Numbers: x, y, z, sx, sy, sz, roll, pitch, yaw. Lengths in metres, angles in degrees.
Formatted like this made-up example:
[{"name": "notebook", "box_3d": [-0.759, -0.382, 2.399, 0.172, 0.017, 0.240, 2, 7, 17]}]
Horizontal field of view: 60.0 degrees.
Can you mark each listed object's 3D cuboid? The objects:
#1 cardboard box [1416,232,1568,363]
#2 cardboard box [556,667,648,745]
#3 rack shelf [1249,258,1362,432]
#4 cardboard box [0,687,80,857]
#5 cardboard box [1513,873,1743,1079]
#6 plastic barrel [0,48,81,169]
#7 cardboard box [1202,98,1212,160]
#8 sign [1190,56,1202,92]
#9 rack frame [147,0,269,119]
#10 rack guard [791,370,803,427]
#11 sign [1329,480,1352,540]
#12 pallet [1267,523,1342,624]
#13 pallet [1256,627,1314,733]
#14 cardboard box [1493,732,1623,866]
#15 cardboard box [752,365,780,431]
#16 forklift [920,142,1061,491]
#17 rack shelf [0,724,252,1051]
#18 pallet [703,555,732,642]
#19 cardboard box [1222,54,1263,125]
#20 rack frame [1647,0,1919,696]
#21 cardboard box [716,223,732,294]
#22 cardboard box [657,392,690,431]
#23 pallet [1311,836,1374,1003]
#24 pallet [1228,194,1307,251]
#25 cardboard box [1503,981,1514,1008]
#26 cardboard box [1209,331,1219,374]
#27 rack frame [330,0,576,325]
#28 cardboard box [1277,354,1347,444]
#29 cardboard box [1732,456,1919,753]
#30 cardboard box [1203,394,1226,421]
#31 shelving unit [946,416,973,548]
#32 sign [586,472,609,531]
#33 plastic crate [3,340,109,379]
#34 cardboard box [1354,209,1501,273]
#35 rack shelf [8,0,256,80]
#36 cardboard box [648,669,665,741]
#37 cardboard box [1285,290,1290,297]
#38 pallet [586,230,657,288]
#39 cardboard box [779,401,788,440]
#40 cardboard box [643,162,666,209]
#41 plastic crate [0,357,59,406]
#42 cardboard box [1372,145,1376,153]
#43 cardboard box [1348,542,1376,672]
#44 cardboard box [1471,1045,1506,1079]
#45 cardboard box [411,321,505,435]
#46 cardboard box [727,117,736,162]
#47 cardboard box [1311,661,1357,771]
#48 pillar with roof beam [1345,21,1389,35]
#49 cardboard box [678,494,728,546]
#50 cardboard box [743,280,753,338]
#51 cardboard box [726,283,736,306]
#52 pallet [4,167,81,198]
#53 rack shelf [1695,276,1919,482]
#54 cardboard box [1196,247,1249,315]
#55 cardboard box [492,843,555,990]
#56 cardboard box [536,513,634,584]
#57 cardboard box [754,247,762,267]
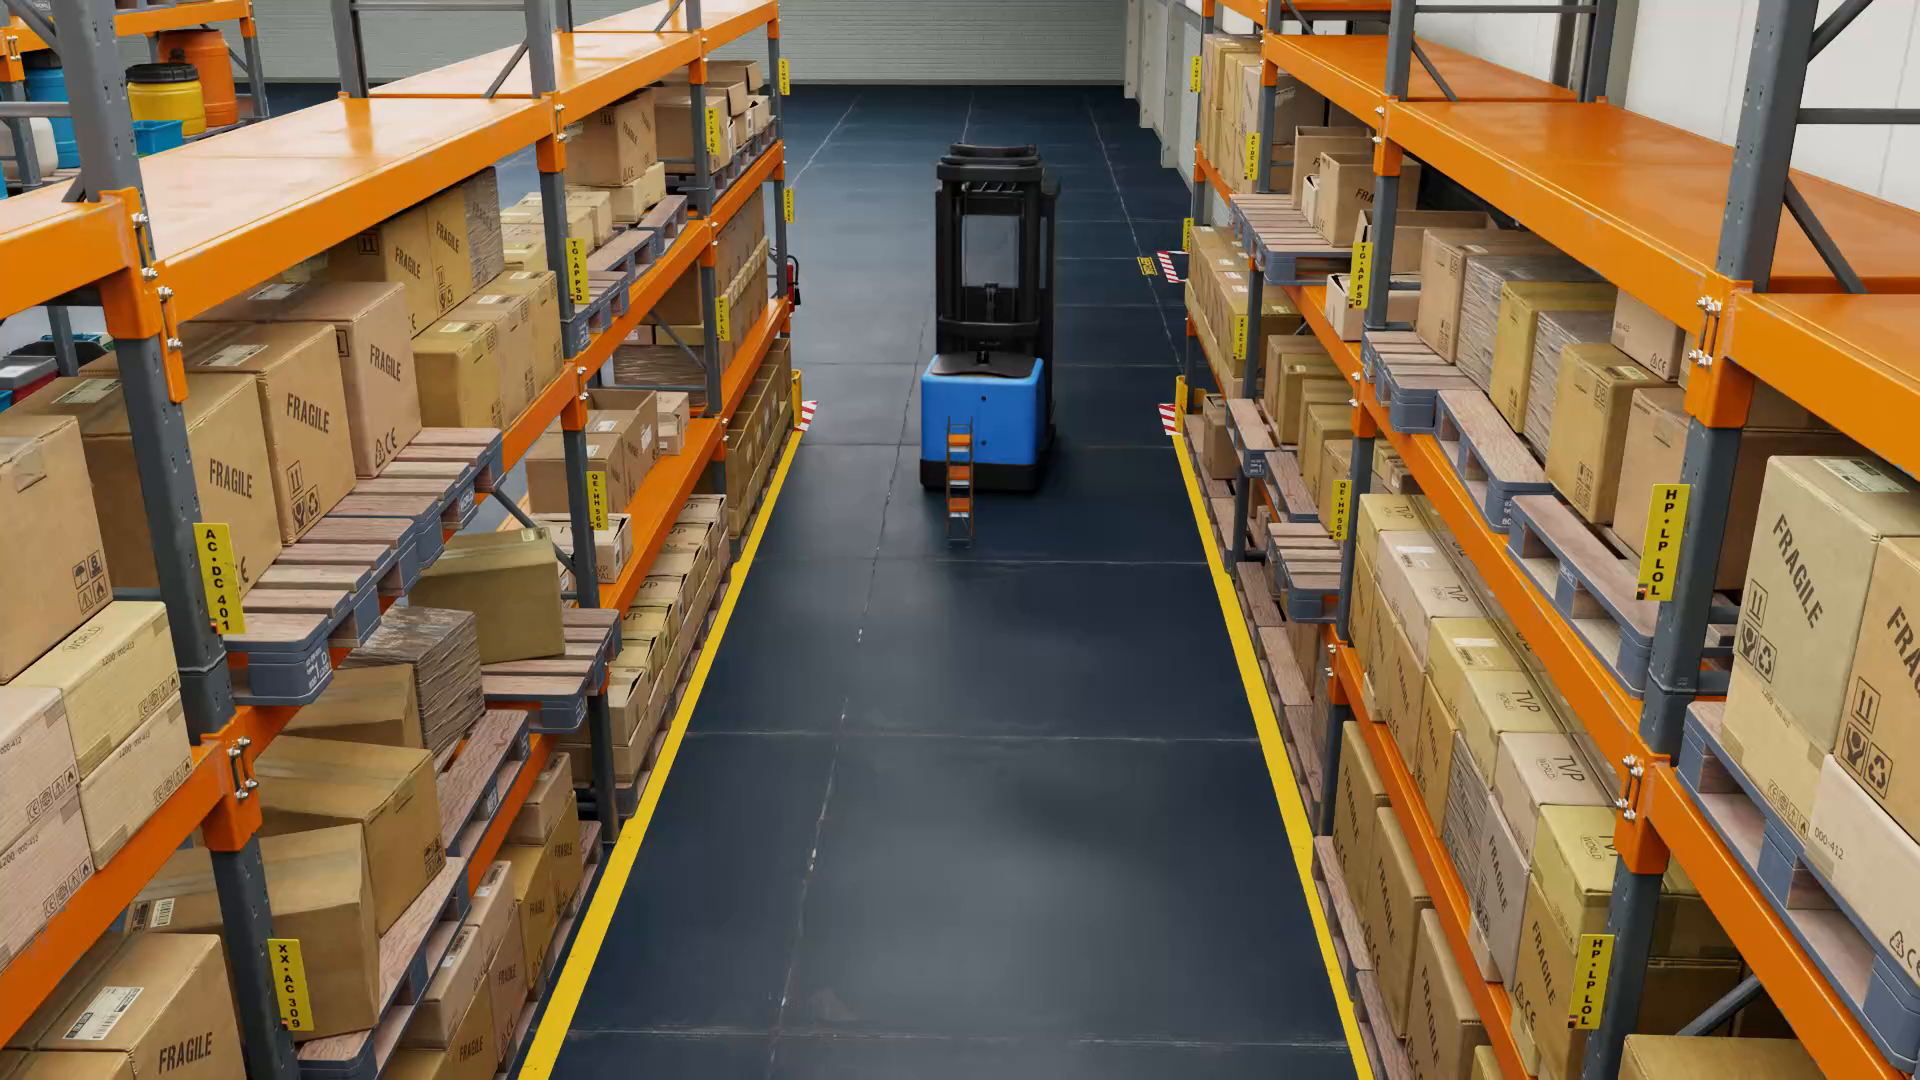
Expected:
[{"name": "cardboard box", "box_3d": [2.551, -1.127, 7.686, 0.700, 0.500, 0.500, -1, 21, -3]}, {"name": "cardboard box", "box_3d": [-2.134, 0.936, 9.708, 0.500, 0.311, 0.500, 1, 21, 3]}, {"name": "rack shelf", "box_3d": [2.569, -1.435, 10.223, 1.077, 0.370, 4.000, 1, 21, 2]}, {"name": "cardboard box", "box_3d": [-2.327, 0.542, 3.649, 0.500, 0.250, 0.500, 1, 21, 2]}, {"name": "cardboard box", "box_3d": [2.149, 1.433, 5.406, 0.500, 0.500, 0.500, 0, 21, 1]}, {"name": "plastic barrel", "box_3d": [-7.135, -3.391, 12.995, 0.600, 0.901, 0.708, 1, 21, 2]}, {"name": "cardboard box", "box_3d": [2.440, -3.684, 14.858, 0.500, 0.500, 0.500, 2, 21, 5]}, {"name": "sign", "box_3d": [2.209, -4.354, 15.541, 0.100, 0.325, 0.005, 1, 21, 2]}, {"name": "rack frame", "box_3d": [-7.151, -5.448, 15.422, 1.000, 3.000, 0.127, 1, 21, 2]}, {"name": "rack guard", "box_3d": [-2.199, -1.438, 16.838, 1.175, 0.500, 0.348, 1, 21, 2]}, {"name": "sign", "box_3d": [1.966, -0.155, 8.583, 0.100, 0.325, 0.005, 1, 21, 2]}, {"name": "pallet", "box_3d": [2.424, 0.181, 9.473, 1.213, 0.211, 1.003, 1, 21, 2]}, {"name": "pallet", "box_3d": [2.574, 0.928, 11.138, 1.003, 0.211, 1.213, 1, 21, 2]}, {"name": "cardboard box", "box_3d": [2.170, 0.896, 5.752, 0.500, 0.250, 0.500, 1, 21, 3]}, {"name": "cardboard box", "box_3d": [-1.934, -1.300, 15.209, 0.500, 0.500, 0.500, 1, 21, 2]}, {"name": "forklift", "box_3d": [0.353, -2.301, 15.701, 1.130, 2.935, 3.031, 3, 21, 7]}, {"name": "rack shelf", "box_3d": [-2.626, 1.404, 2.905, 1.077, 0.370, 4.000, 1, 21, 2]}, {"name": "pallet", "box_3d": [-2.305, 0.418, 12.453, 1.003, 0.211, 1.213, 1, 21, 2]}, {"name": "cardboard box", "box_3d": [2.386, -3.587, 13.226, 0.500, 0.500, 0.500, 0, 21, 0]}, {"name": "rack frame", "box_3d": [2.387, -1.000, 3.959, 1.000, 3.000, 0.127, 1, 21, 2]}, {"name": "cardboard box", "box_3d": [-2.284, -2.324, 13.734, 0.700, 0.500, 0.500, 1, 21, 2]}, {"name": "cardboard box", "box_3d": [-2.293, -0.900, 12.203, 0.500, 0.250, 0.500, 2, 21, 5]}, {"name": "pallet", "box_3d": [2.409, 1.935, 8.544, 1.003, 0.211, 1.213, 1, 21, 2]}, {"name": "pallet", "box_3d": [2.505, -2.184, 11.418, 1.213, 0.211, 1.003, 1, 21, 2]}, {"name": "cardboard box", "box_3d": [2.151, 1.595, 5.885, 0.380, 0.149, 0.250, 1, 21, 3]}, {"name": "cardboard box", "box_3d": [2.365, -1.572, 13.906, 0.500, 0.250, 0.500, 1, 21, 1]}, {"name": "rack frame", "box_3d": [-2.443, -2.499, 7.823, 1.000, 3.000, 0.127, 1, 21, 2]}, {"name": "cardboard box", "box_3d": [2.556, -0.962, 11.408, 0.700, 0.500, 0.500, 3, 21, 7]}, {"name": "cardboard box", "box_3d": [2.085, 0.131, 3.643, 0.500, 0.500, 0.500, 0, 21, 1]}, {"name": "cardboard box", "box_3d": [2.641, -1.244, 15.991, 0.500, 0.311, 0.500, -2, 21, -4]}, {"name": "shelving unit", "box_3d": [-0.002, -0.470, 13.583, 0.215, 1.050, 0.252, 1, 21, 2]}, {"name": "sign", "box_3d": [-1.900, -0.203, 8.707, 0.100, 0.325, 0.005, 1, 21, 2]}, {"name": "plastic crate", "box_3d": [-7.129, -1.363, 13.275, 0.767, 0.338, 0.504, 1, 21, 2]}, {"name": "cardboard box", "box_3d": [2.640, -1.573, 9.412, 0.797, 0.503, 0.637, 4, 21, 9]}, {"name": "rack shelf", "box_3d": [-7.212, -4.203, 13.761, 1.077, 0.370, 4.000, 1, 21, 2]}, {"name": "cardboard box", "box_3d": [-2.119, 1.016, 10.278, 0.500, 0.250, 0.500, 0, 21, 0]}, {"name": "cardboard box", "box_3d": [2.873, -1.739, 13.301, 0.500, 0.500, 0.500, 1, 21, 1]}, {"name": "pallet", "box_3d": [-2.481, -1.664, 10.077, 1.003, 0.211, 1.213, 2, 21, 4]}, {"name": "cardboard box", "box_3d": [-1.924, -1.131, 15.810, 0.500, 0.250, 0.500, 1, 21, 2]}, {"name": "cardboard box", "box_3d": [-2.350, -2.450, 11.471, 0.500, 0.250, 0.500, 3, 21, 7]}, {"name": "plastic crate", "box_3d": [-6.981, -1.056, 12.309, 0.402, 0.464, 0.583, 1, 21, 2]}, {"name": "cardboard box", "box_3d": [2.897, -2.724, 12.384, 0.500, 0.500, 0.500, 1, 21, 3]}, {"name": "cardboard box", "box_3d": [2.238, 0.329, 8.251, 0.500, 0.500, 0.500, 1, 21, 3]}, {"name": "cardboard box", "box_3d": [2.277, 2.367, 5.967, 0.750, 0.750, 0.750, 1, 21, 2]}, {"name": "cardboard box", "box_3d": [-2.454, -0.617, 6.981, 0.910, 0.500, 0.500, 1, 21, 2]}, {"name": "cardboard box", "box_3d": [-2.026, -3.141, 12.973, 0.500, 0.311, 0.500, -1, 21, -1]}, {"name": "cardboard box", "box_3d": [2.478, 1.050, 9.817, 0.700, 0.500, 0.500, 1, 21, 2]}, {"name": "pillar with roof beam", "box_3d": [-0.708, -5.123, 14.586, 9.100, 9.000, 0.400, 1, 21, 2]}, {"name": "cardboard box", "box_3d": [-2.047, -0.174, 12.571, 0.500, 0.311, 0.500, 1, 21, 2]}, {"name": "cardboard box", "box_3d": [-2.259, -2.104, 14.959, 0.700, 0.500, 0.500, 1, 21, 2]}, {"name": "cardboard box", "box_3d": [-2.085, -2.059, 13.946, 0.380, 0.149, 0.250, 0, 21, 0]}, {"name": "pallet", "box_3d": [-7.348, -2.777, 12.947, 1.213, 0.211, 1.003, 1, 21, 2]}, {"name": "rack shelf", "box_3d": [2.326, 0.245, 2.298, 1.077, 0.370, 4.000, 1, 21, 2]}, {"name": "cardboard box", "box_3d": [2.390, -2.296, 14.736, 0.500, 0.500, 0.500, 0, 21, 0]}, {"name": "cardboard box", "box_3d": [-2.253, 1.786, 7.921, 0.500, 0.500, 0.500, 0, 21, 0]}, {"name": "cardboard box", "box_3d": [-2.222, 0.018, 9.753, 0.500, 0.311, 0.500, 0, 21, 1]}, {"name": "cardboard box", "box_3d": [-2.035, -2.617, 15.384, 0.380, 0.149, 0.250, 0, 21, 1]}]
